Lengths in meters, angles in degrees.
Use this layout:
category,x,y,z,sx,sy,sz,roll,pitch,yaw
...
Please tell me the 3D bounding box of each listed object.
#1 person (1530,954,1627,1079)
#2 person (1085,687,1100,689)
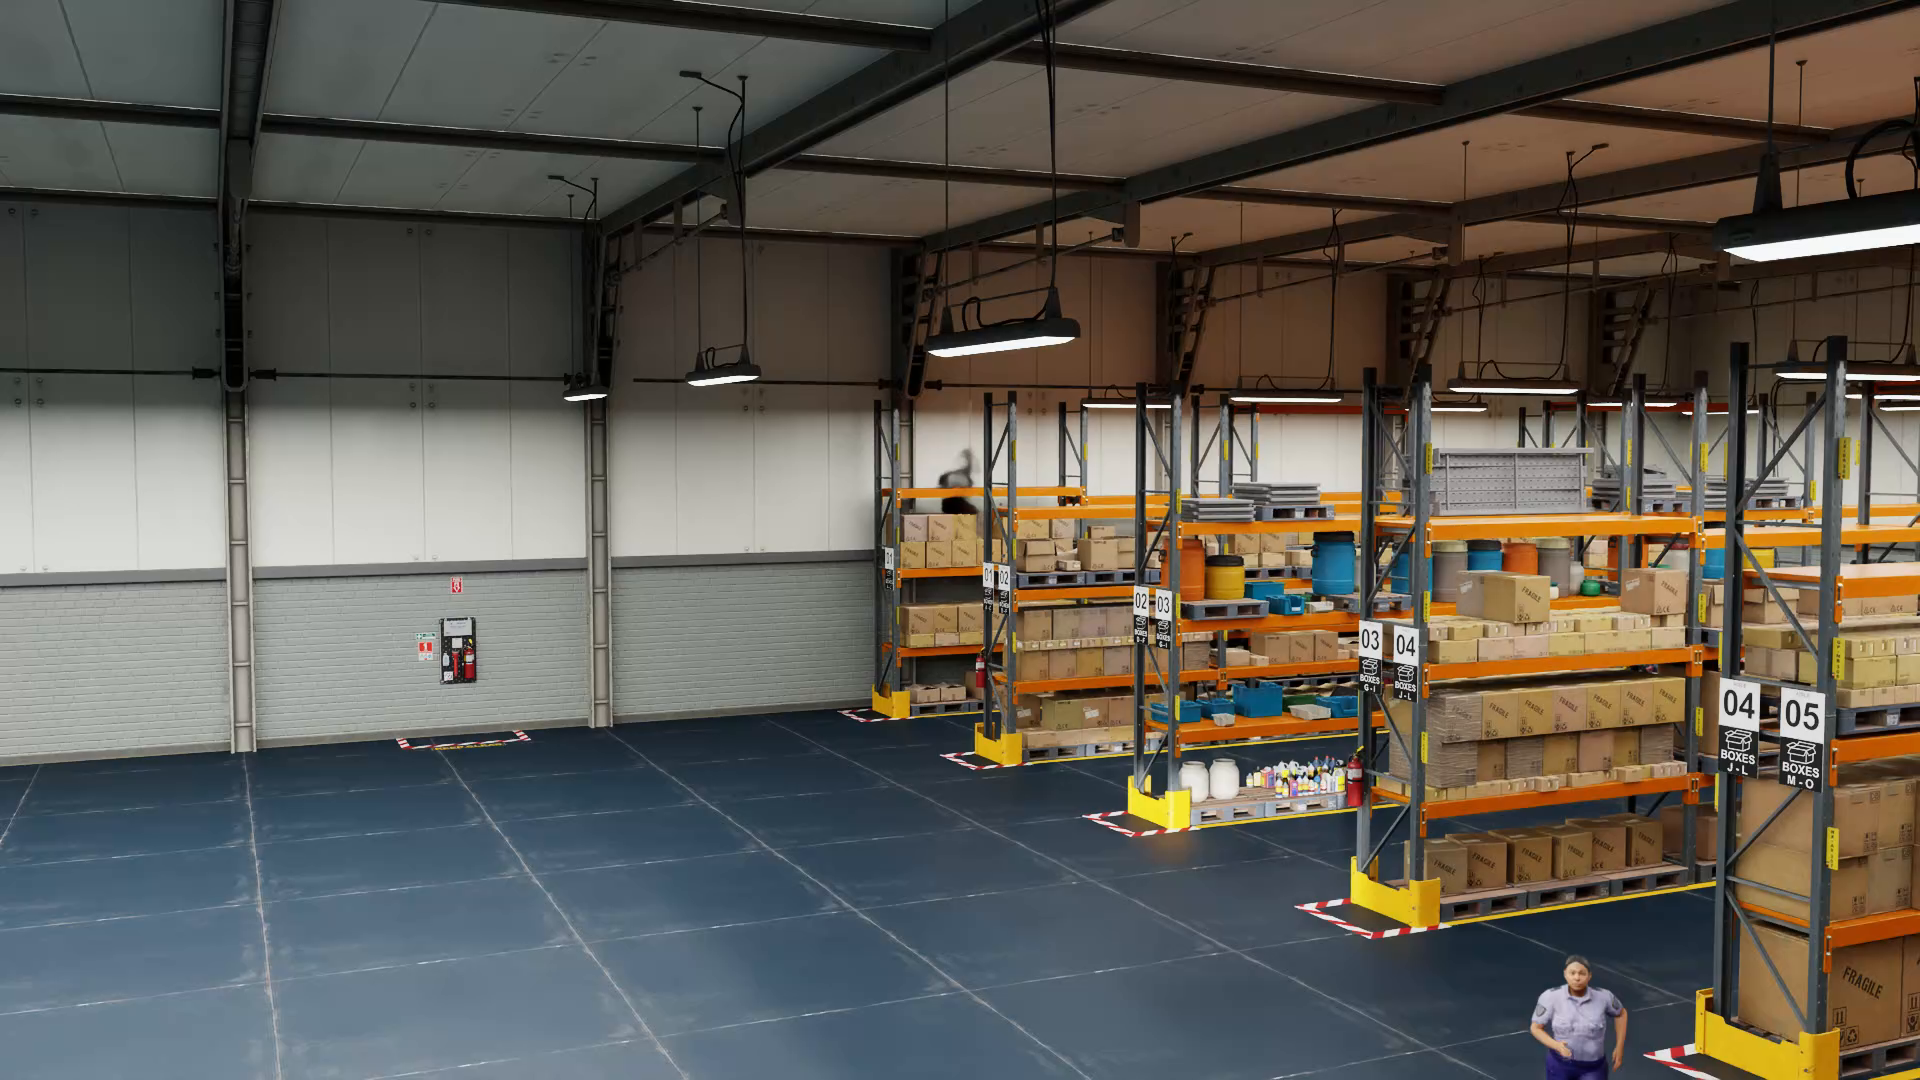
category,x,y,z,sx,sy,sz,roll,pitch,yaw
person,4.240,3.691,11.421,0.618,1.718,0.737,1,4,22
person,2.360,2.478,30.095,0.564,1.737,0.638,-2,4,-27
